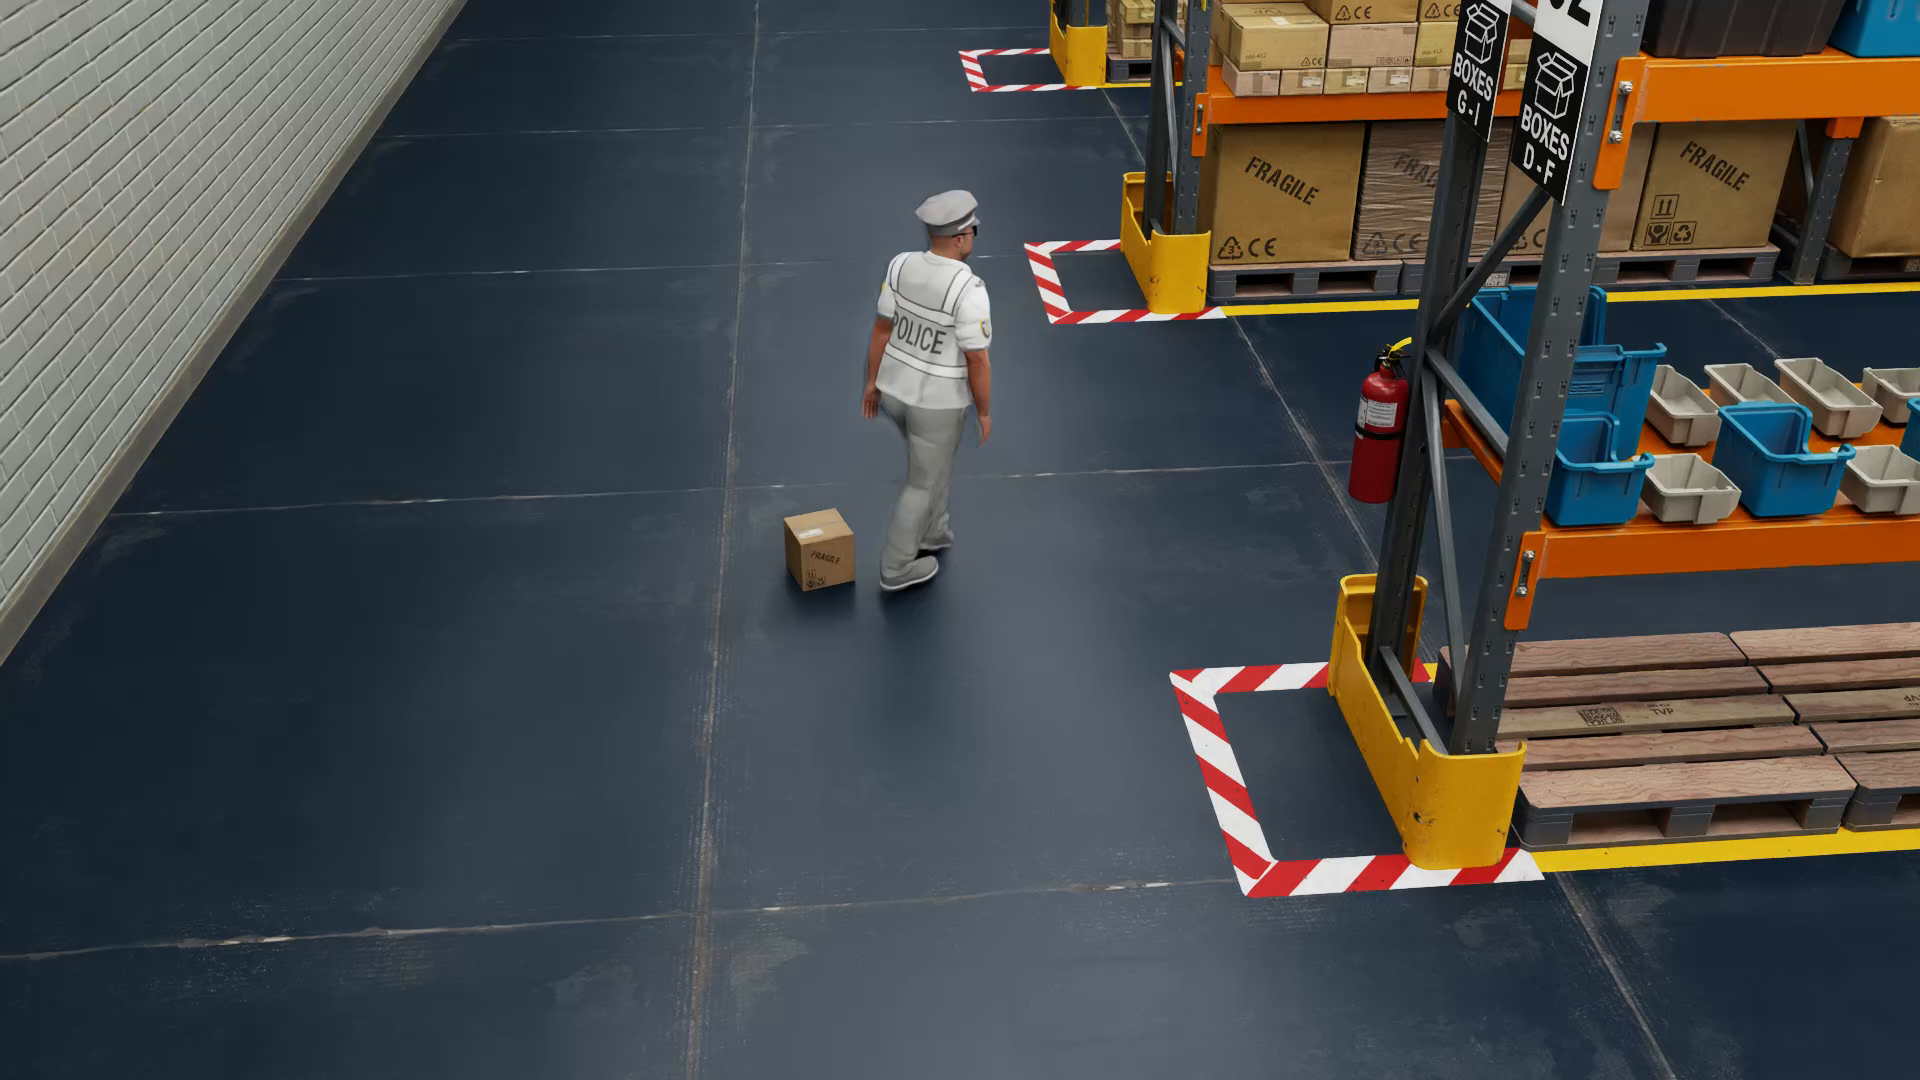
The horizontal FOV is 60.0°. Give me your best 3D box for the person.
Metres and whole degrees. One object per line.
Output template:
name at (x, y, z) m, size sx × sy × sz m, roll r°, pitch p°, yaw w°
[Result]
person at (-0.088, -0.609, 7.165) m, size 0.719 × 1.786 × 0.569 m, roll -25°, pitch 39°, yaw -35°
